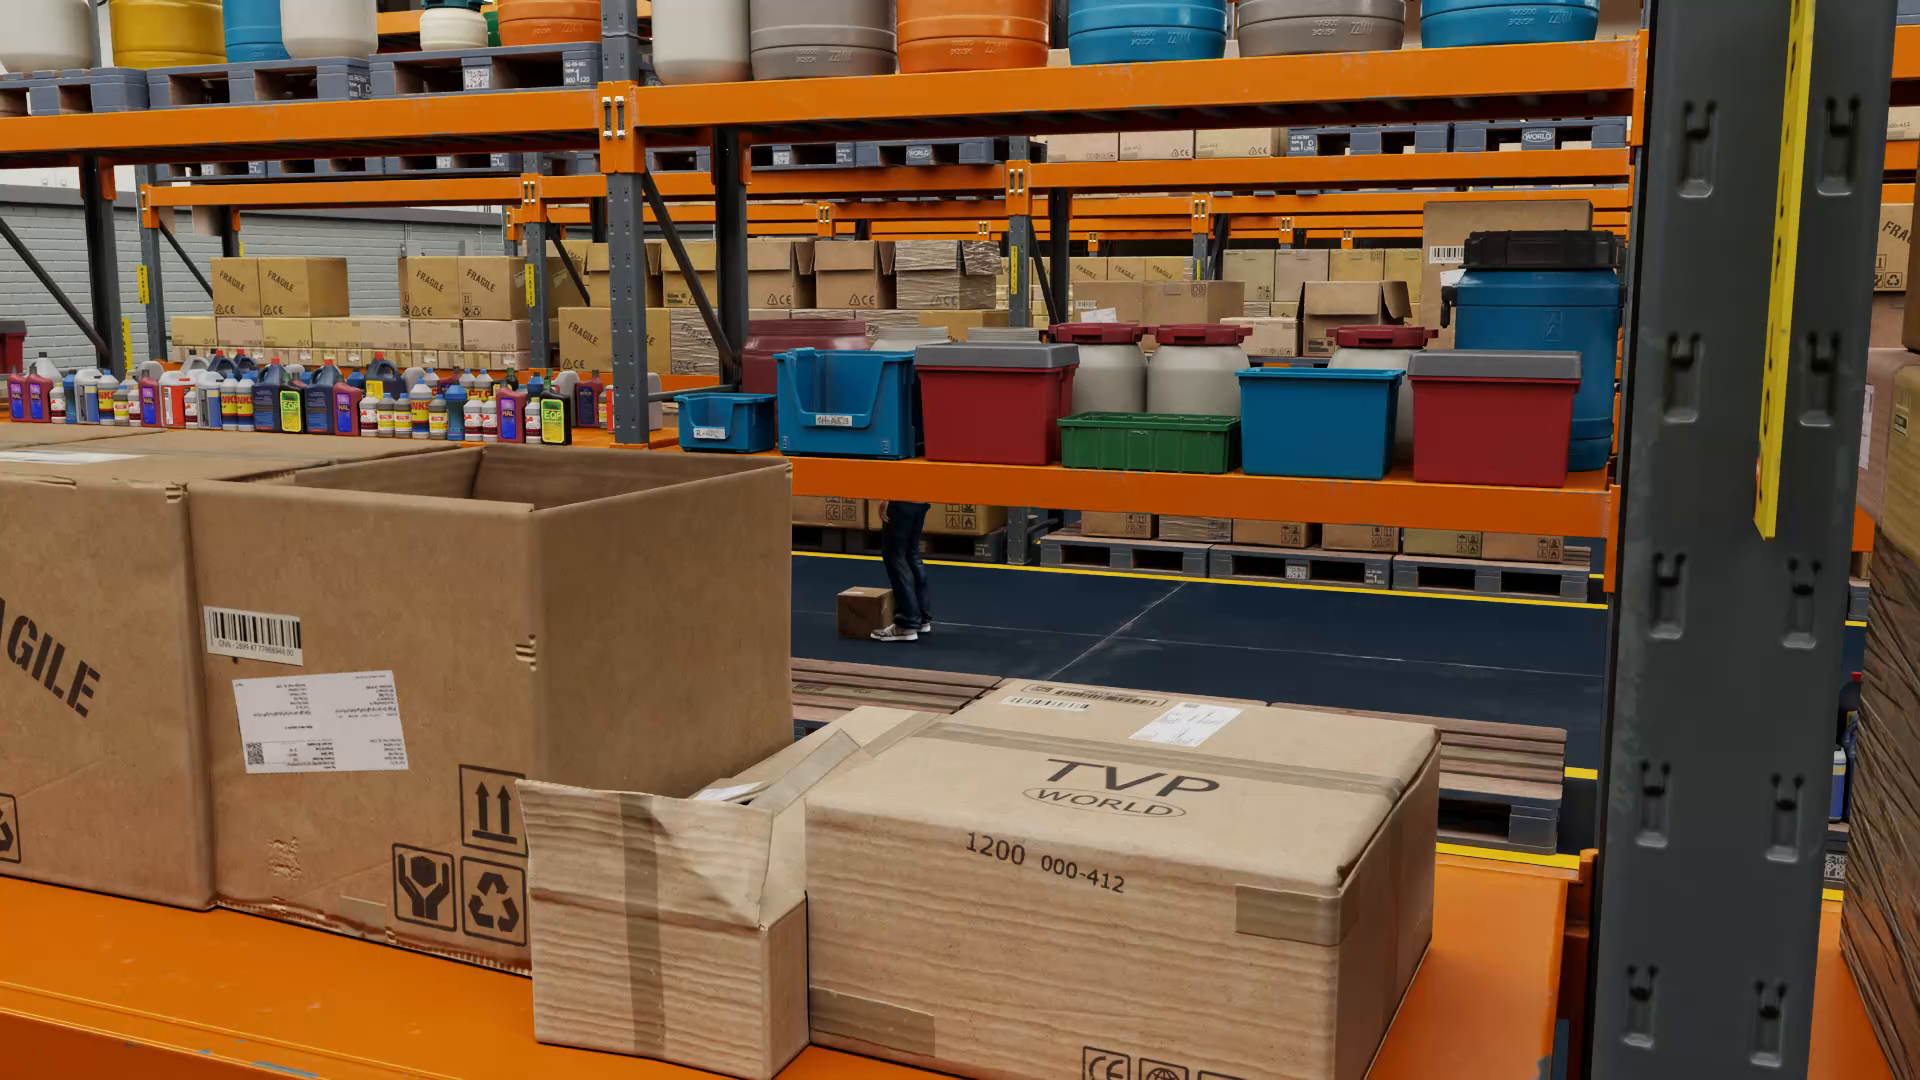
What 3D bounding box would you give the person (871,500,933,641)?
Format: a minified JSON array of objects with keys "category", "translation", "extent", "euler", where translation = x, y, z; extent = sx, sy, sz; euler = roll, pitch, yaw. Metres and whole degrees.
[{"category":"person","translation":[-0.319,-0.232,9.371],"extent":[0.346,1.592,0.464],"euler":[3,10,21]}]
